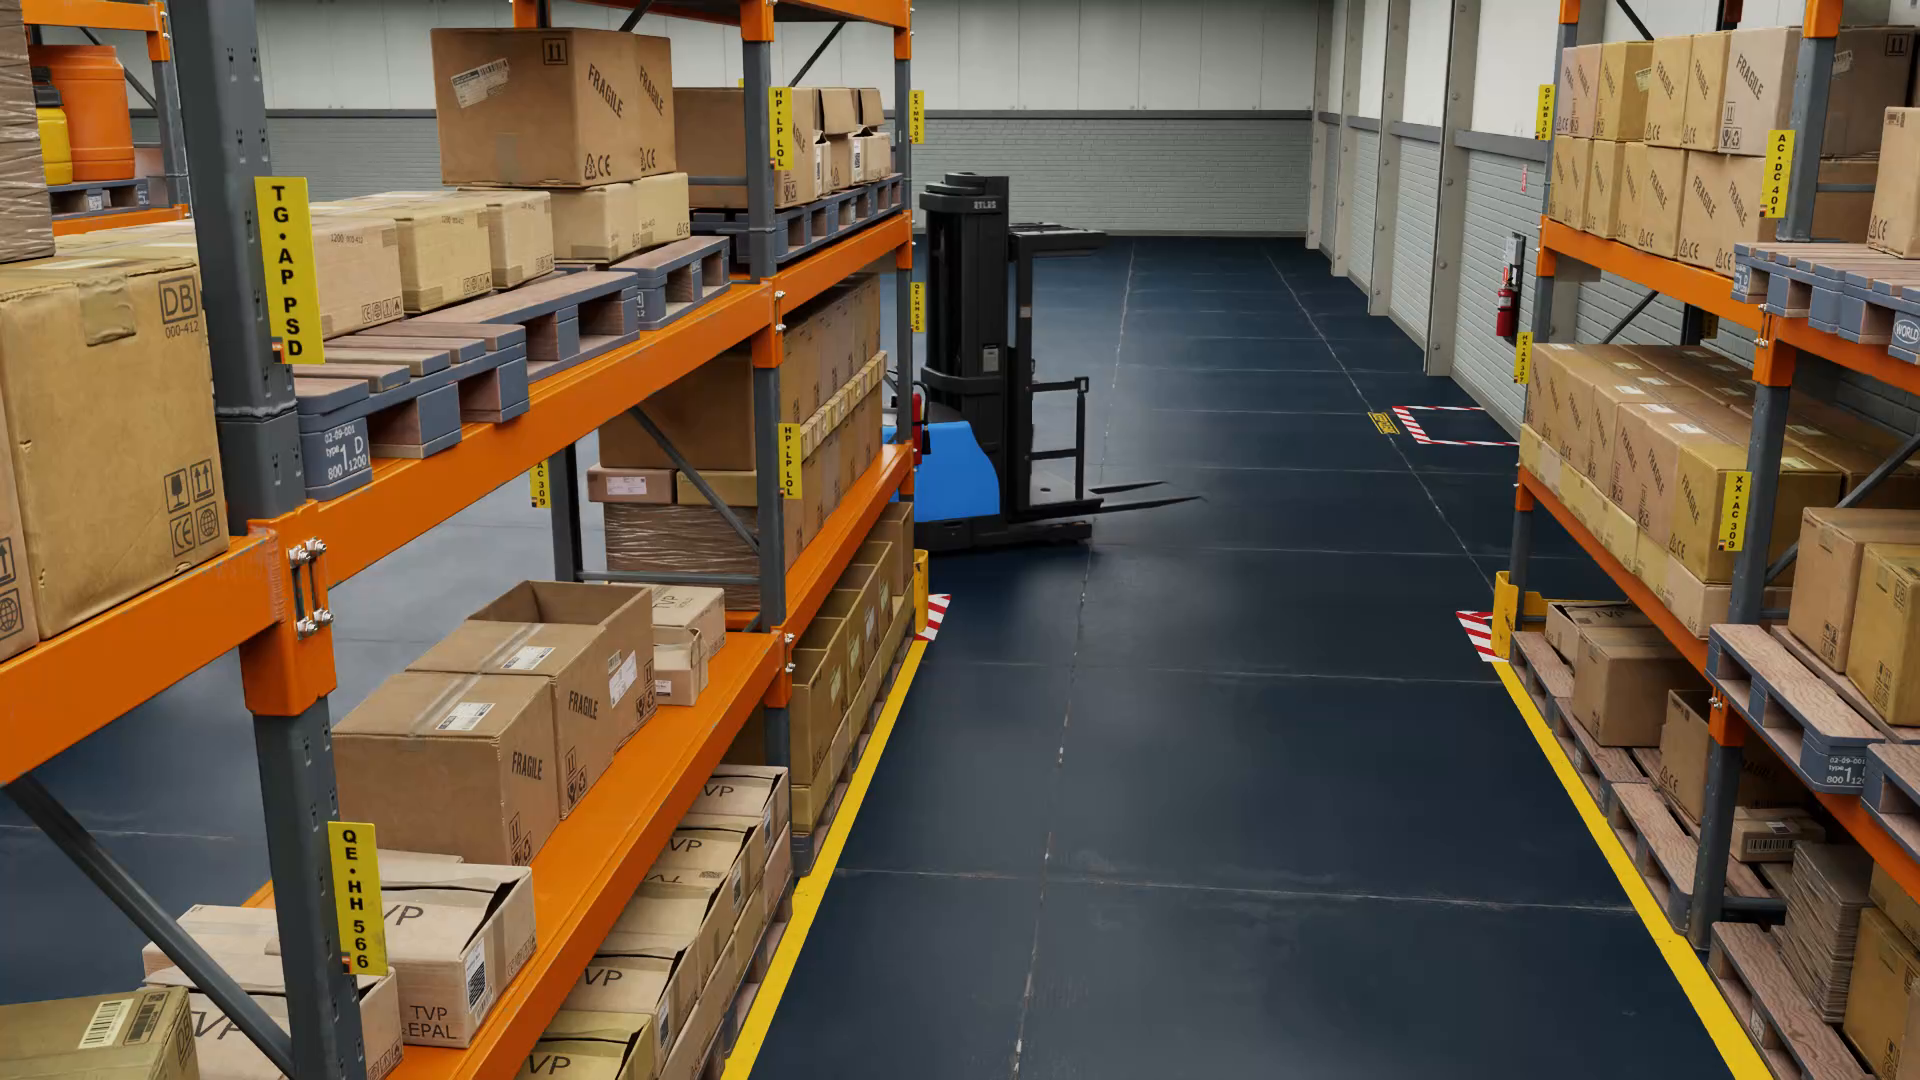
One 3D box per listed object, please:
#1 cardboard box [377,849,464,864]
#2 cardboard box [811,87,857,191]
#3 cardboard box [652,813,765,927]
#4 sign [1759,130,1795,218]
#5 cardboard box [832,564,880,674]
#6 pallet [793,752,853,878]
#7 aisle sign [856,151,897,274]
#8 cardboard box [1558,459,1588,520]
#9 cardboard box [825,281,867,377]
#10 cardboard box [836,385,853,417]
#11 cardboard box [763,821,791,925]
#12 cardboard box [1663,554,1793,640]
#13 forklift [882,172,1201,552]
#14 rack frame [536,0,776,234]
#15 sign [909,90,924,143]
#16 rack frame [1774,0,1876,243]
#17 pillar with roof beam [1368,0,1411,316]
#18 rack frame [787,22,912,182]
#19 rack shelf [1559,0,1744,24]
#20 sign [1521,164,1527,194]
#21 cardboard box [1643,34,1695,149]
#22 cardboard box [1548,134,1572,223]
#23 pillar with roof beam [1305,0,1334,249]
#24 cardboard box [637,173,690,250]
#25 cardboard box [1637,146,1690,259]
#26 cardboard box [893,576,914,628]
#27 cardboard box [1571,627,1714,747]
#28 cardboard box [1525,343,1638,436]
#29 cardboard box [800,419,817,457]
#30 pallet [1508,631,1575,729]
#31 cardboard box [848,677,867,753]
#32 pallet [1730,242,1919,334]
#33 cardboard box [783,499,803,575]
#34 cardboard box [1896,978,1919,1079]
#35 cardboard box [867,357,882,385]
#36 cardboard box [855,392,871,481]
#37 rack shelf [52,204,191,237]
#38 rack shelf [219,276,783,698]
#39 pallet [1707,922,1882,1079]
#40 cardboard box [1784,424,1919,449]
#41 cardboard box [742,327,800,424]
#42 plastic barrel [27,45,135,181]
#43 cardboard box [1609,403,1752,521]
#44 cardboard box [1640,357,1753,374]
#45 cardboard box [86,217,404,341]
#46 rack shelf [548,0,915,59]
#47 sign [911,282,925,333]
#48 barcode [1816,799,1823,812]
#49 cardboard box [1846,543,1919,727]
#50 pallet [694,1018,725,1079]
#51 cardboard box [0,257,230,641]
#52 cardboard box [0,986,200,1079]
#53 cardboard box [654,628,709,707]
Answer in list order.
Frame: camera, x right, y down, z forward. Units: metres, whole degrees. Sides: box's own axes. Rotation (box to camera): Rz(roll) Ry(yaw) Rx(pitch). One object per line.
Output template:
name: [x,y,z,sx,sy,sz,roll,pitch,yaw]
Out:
cardboard box: [-1.631,0.999,4.702,0.380,0.149,0.250,3,15,10]
cardboard box: [-0.956,-2.019,8.365,0.797,0.503,0.637,3,16,12]
cardboard box: [-1.081,1.275,6.588,0.500,0.311,0.500,2,15,8]
sign: [3.115,-1.394,6.334,0.100,0.325,0.005,2,15,6]
cardboard box: [-0.737,0.435,9.333,0.500,0.500,0.500,2,15,6]
pallet: [-1.136,1.314,8.399,1.003,0.211,1.213,2,15,6]
aisle sign: [-0.517,-2.128,10.805,0.394,0.787,0.004,2,15,6]
cardboard box: [3.628,-0.273,9.173,0.500,0.250,0.500,1,15,5]
cardboard box: [-0.941,-1.268,9.929,0.700,0.500,0.500,1,15,5]
cardboard box: [-0.815,-0.786,9.387,0.380,0.149,0.250,2,15,8]
cardboard box: [-1.026,1.413,7.152,0.500,0.250,0.500,2,15,6]
cardboard box: [3.407,0.249,7.245,0.500,0.250,0.500,2,15,6]
forklift: [0.531,-1.494,13.572,3.031,2.935,1.130,-6,16,-22]
rack frame: [-1.267,-2.723,6.494,1.000,3.000,0.127,2,15,6]
sign: [-0.278,-2.682,10.544,0.100,0.325,0.005,2,15,6]
rack frame: [3.655,-2.578,5.958,1.000,3.000,0.127,2,15,6]
pillar with roof beam: [2.641,-8.204,26.763,9.100,9.000,0.400,2,15,6]
rack frame: [-0.816,-3.761,10.331,1.000,3.000,0.127,2,15,6]
rack shelf: [3.881,-2.748,7.971,1.077,0.370,4.000,2,15,6]
sign: [5.981,-3.827,17.627,0.001,0.298,0.199,2,15,6]
cardboard box: [3.542,-2.087,7.742,0.500,0.500,0.500,1,15,4]
cardboard box: [3.820,-2.146,9.877,0.500,0.500,0.500,2,15,8]
pillar with roof beam: [3.995,-11.316,38.273,9.100,9.000,0.400,2,15,6]
cardboard box: [-1.346,-1.246,6.260,0.500,0.250,0.500,3,15,12]
cardboard box: [3.561,-1.602,7.864,0.500,0.500,0.500,1,15,4]
cardboard box: [-0.583,0.408,10.871,0.500,0.250,0.500,2,15,6]
cardboard box: [3.742,0.788,8.948,0.700,0.500,0.500,1,15,3]
cardboard box: [3.754,-0.904,10.071,0.500,0.500,0.500,2,15,6]
cardboard box: [-0.930,-0.518,8.396,0.380,0.149,0.250,1,15,4]
pallet: [3.971,0.856,10.093,1.003,0.211,1.213,2,15,6]
cardboard box: [-0.791,0.927,8.951,0.500,0.250,0.500,2,15,6]
pallet: [3.480,-0.883,5.793,1.213,0.211,1.003,2,15,6]
cardboard box: [-1.171,-0.128,8.197,0.700,0.500,0.500,2,15,6]
cardboard box: [3.482,1.770,5.316,0.700,0.500,0.500,2,15,7]
cardboard box: [-0.698,-1.054,10.377,0.380,0.149,0.250,2,15,8]
cardboard box: [-0.936,-0.656,10.150,0.700,0.500,0.500,2,15,8]
rack shelf: [-5.963,-1.594,9.441,1.077,0.370,4.000,2,15,6]
rack shelf: [-1.493,-0.409,5.061,1.077,0.370,4.000,2,15,6]
pallet: [3.569,1.866,6.358,1.003,0.211,1.213,2,15,6]
cardboard box: [3.978,-0.231,7.584,0.500,0.500,0.500,2,15,6]
cardboard box: [-1.168,-0.748,8.006,0.700,0.500,0.500,2,15,6]
plastic barrel: [-5.666,-2.740,10.674,0.600,0.830,0.708,2,15,6]
cardboard box: [3.519,-0.373,8.108,0.500,0.500,0.500,1,15,5]
cardboard box: [4.198,-0.760,9.540,0.500,0.500,0.500,2,15,7]
cardboard box: [-1.682,-0.624,3.960,0.500,0.250,0.500,2,15,8]
rack shelf: [-1.042,-2.702,8.558,1.077,0.370,4.000,2,15,6]
sign: [-0.278,-1.518,10.859,0.100,0.325,0.005,2,15,6]
barcode: [4.049,1.235,7.829,0.001,0.075,0.075,2,15,6]
cardboard box: [3.494,0.333,5.651,0.700,0.500,0.500,3,15,12]
pallet: [-1.447,2.028,5.757,1.003,0.211,1.213,2,15,6]
cardboard box: [-1.735,-0.172,2.614,0.910,0.500,0.500,2,15,6]
cardboard box: [-1.678,1.126,2.756,0.700,0.500,0.500,-3,16,-13]
cardboard box: [-1.184,0.471,6.431,0.396,0.266,0.258,1,15,5]
